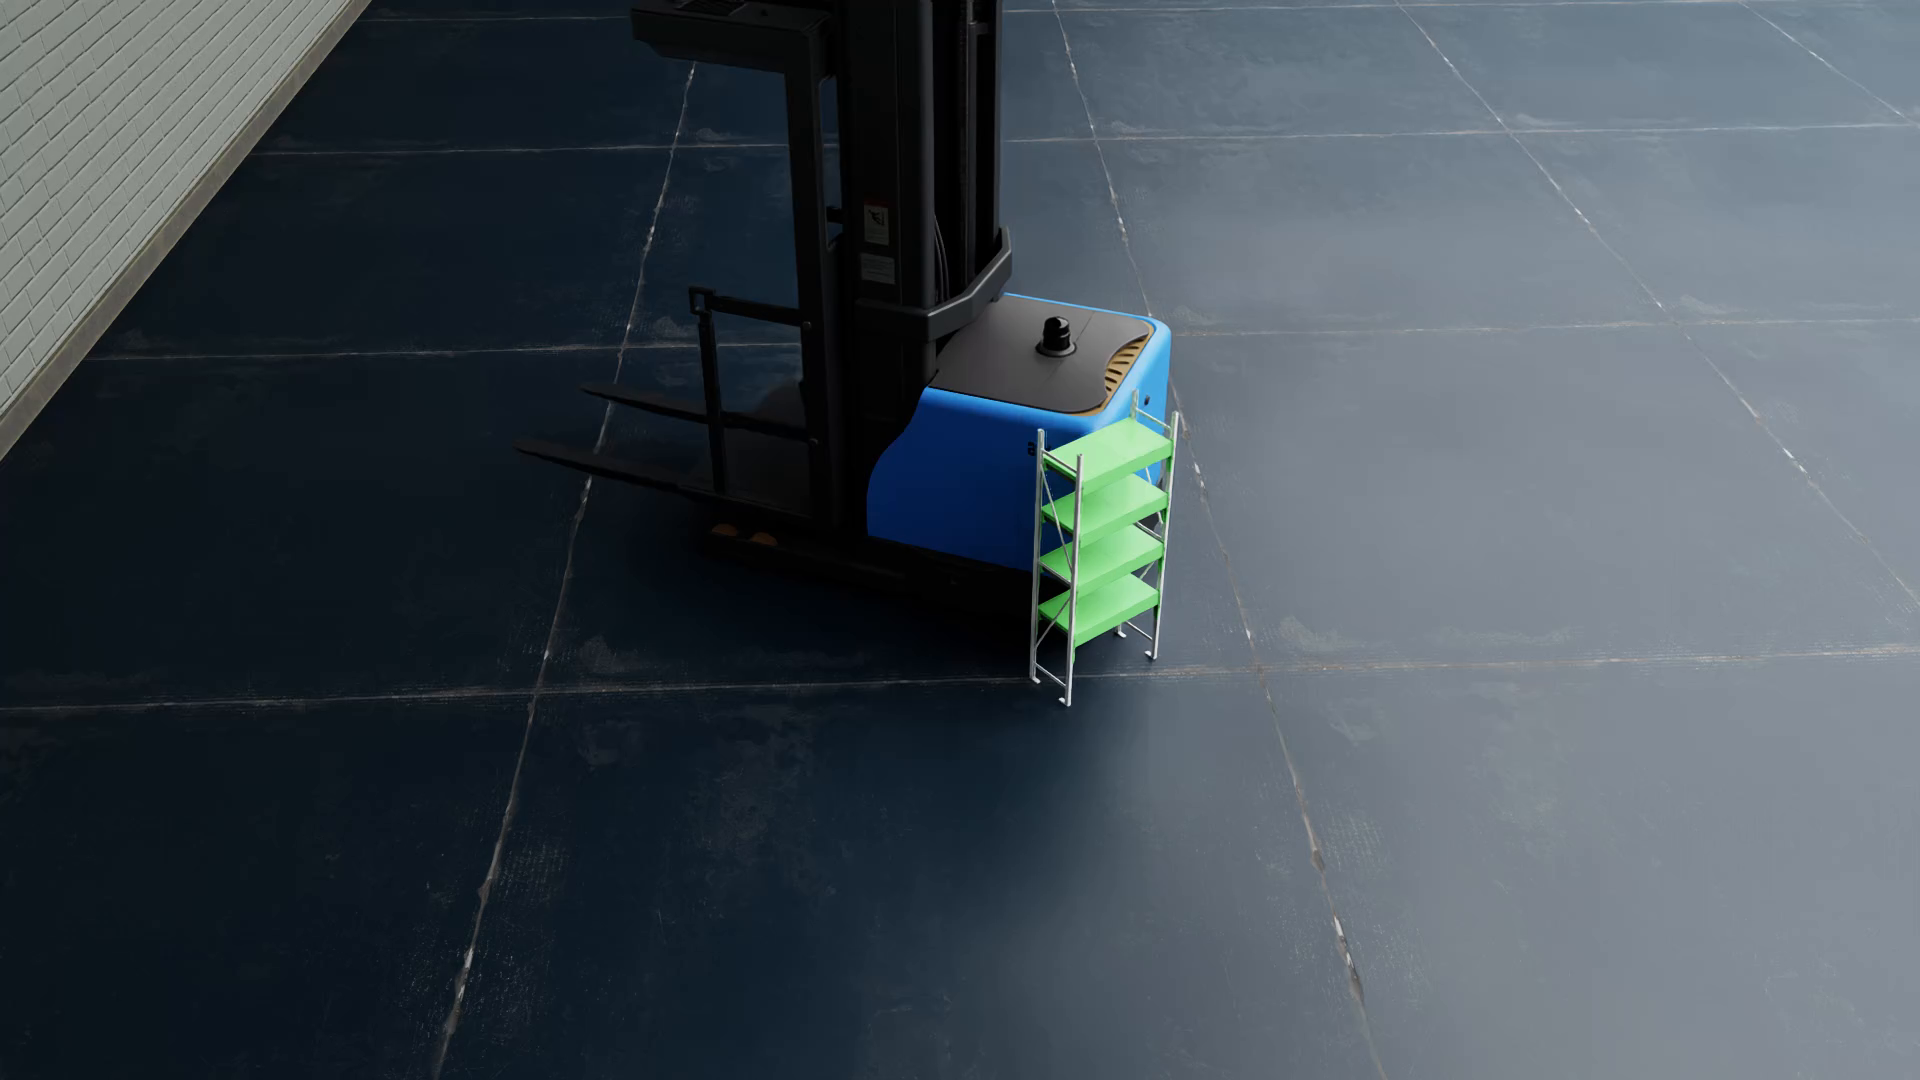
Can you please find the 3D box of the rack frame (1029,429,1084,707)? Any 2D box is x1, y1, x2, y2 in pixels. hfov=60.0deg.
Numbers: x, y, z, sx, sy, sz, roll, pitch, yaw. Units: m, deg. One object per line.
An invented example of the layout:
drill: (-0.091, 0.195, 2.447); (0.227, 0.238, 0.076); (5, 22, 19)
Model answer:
rack frame: (0.371, 0.131, 6.506); (0.015, 1.200, 0.240); (-25, 42, -31)

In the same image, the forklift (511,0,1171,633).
forklift: (-0.636, -1.335, 7.104); (3.031, 2.935, 1.130); (13, 37, 18)

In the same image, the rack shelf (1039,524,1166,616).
rack shelf: (0.561, 0.096, 6.668); (0.480, 0.148, 0.258); (-25, 42, -31)

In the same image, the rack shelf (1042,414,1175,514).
rack shelf: (0.562, -0.298, 6.394); (0.480, 0.148, 0.258); (-25, 42, -31)

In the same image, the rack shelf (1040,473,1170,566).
rack shelf: (0.561, -0.101, 6.531); (0.480, 0.148, 0.258); (-25, 42, -31)

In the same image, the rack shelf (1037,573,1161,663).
rack shelf: (0.560, 0.293, 6.805); (0.480, 0.148, 0.258); (-25, 42, -31)

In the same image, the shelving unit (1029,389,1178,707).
shelving unit: (0.561, 0.044, 6.632); (0.503, 1.200, 0.258); (-25, 42, -31)

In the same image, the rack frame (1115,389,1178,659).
rack frame: (0.751, -0.043, 6.757); (0.015, 1.200, 0.240); (-25, 42, -31)
